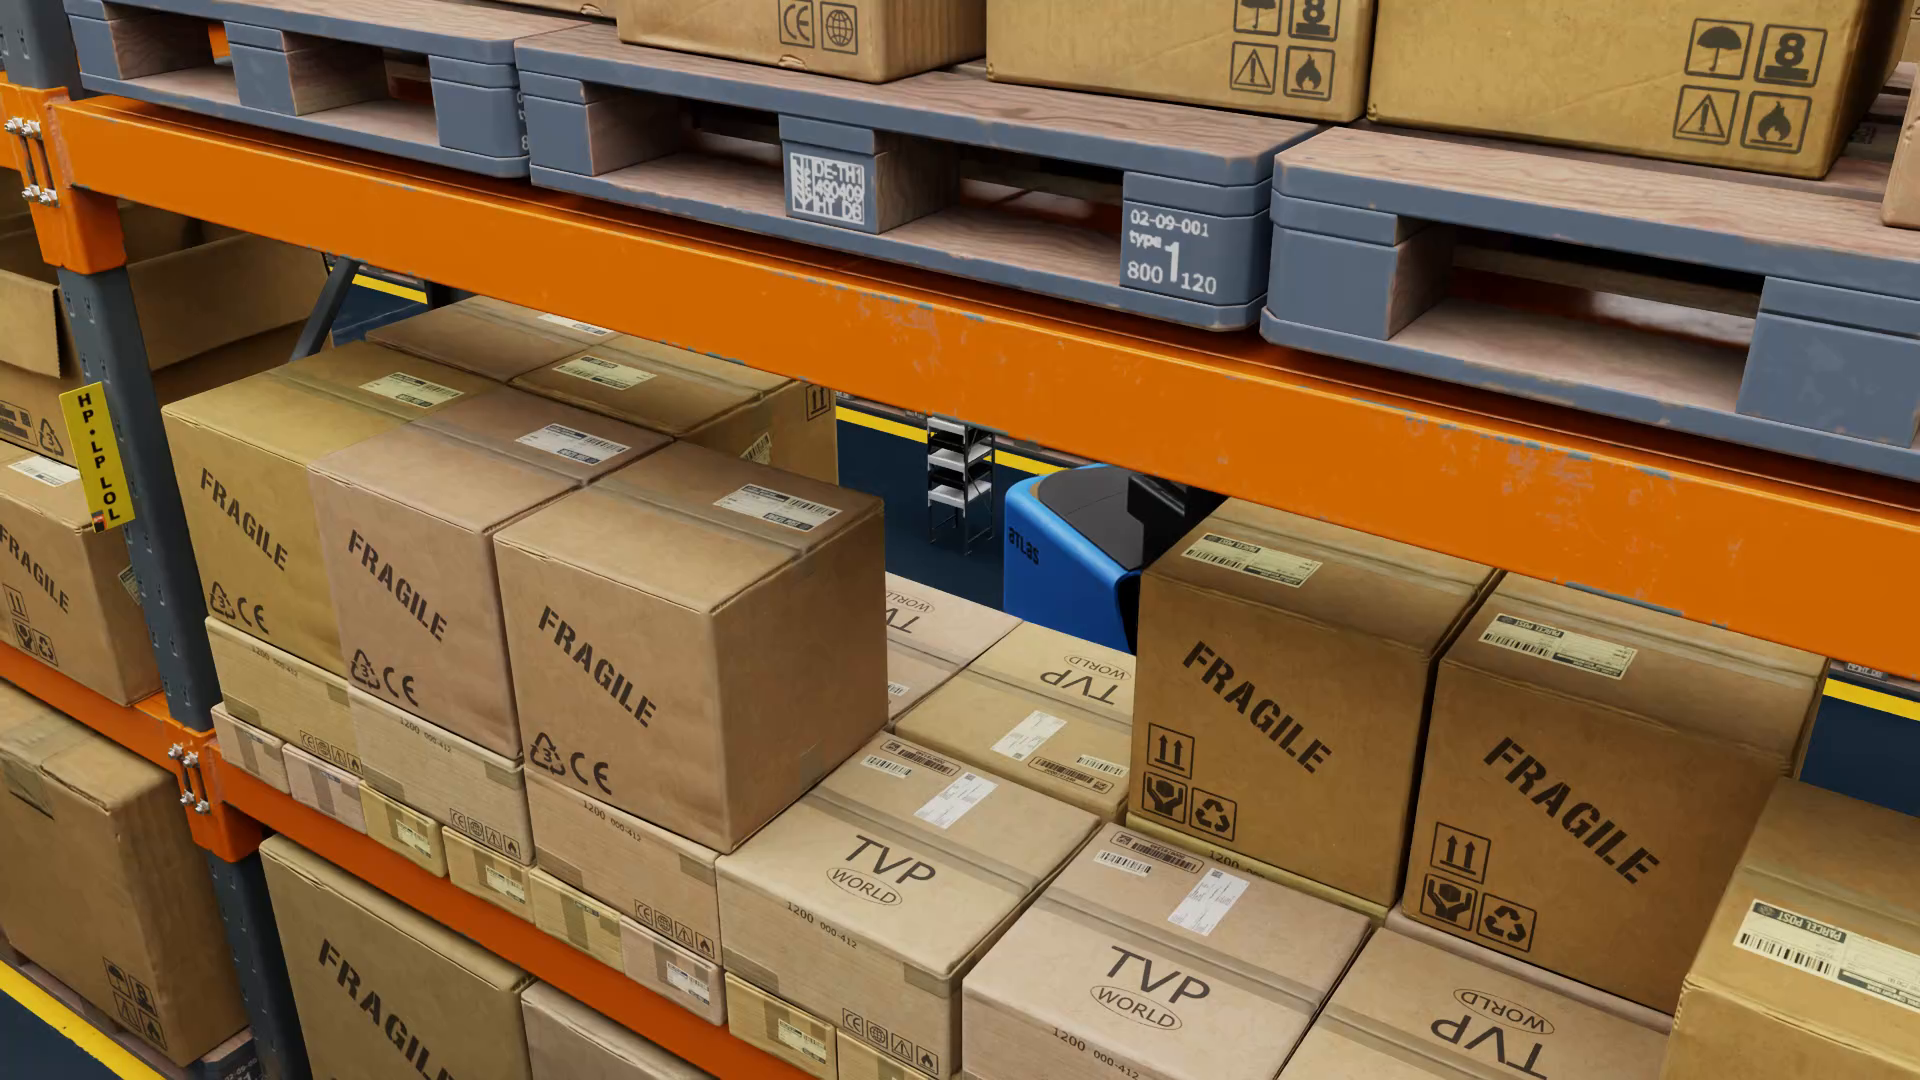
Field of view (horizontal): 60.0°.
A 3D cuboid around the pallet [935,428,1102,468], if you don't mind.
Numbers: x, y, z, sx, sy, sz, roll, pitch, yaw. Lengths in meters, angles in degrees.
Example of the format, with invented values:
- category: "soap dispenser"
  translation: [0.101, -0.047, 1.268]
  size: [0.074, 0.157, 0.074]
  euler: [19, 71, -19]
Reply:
- category: "pallet"
  translation: [0.627, -0.725, 8.942]
  size: [1.213, 0.211, 1.003]
  euler: [17, 32, 30]

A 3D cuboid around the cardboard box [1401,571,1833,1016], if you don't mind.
- category: "cardboard box"
  translation: [1.078, 0.372, 2.722]
  size: [0.500, 0.500, 0.500]
  euler: [16, 31, 29]

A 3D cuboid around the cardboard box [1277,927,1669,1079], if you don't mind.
- category: "cardboard box"
  translation: [0.765, 0.904, 2.505]
  size: [0.500, 0.250, 0.500]
  euler: [17, 31, 29]

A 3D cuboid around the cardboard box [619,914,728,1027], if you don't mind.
- category: "cardboard box"
  translation: [-0.440, 0.743, 3.260]
  size: [0.250, 0.149, 0.380]
  euler: [18, 32, 31]

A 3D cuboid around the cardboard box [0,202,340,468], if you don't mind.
- category: "cardboard box"
  translation: [-2.096, -0.555, 4.317]
  size: [0.637, 0.503, 0.797]
  euler: [16, 31, 29]

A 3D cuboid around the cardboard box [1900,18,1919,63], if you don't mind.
- category: "cardboard box"
  translation: [5.983, -2.898, 10.026]
  size: [0.500, 0.500, 0.500]
  euler: [18, 32, 31]

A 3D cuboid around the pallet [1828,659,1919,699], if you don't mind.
- category: "pallet"
  translation: [3.879, 0.290, 6.948]
  size: [1.213, 0.211, 1.003]
  euler: [17, 32, 30]

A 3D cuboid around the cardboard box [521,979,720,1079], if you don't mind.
- category: "cardboard box"
  translation: [-0.324, 1.288, 3.791]
  size: [0.875, 0.875, 0.875]
  euler: [17, 32, 30]

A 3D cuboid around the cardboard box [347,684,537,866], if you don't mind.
- category: "cardboard box"
  translation: [-0.919, 0.380, 3.533]
  size: [0.500, 0.250, 0.500]
  euler: [17, 32, 30]

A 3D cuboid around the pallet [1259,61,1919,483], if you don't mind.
- category: "pallet"
  translation: [1.115, -0.359, 1.939]
  size: [1.213, 0.211, 1.003]
  euler: [17, 32, 30]

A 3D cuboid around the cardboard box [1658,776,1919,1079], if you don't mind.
- category: "cardboard box"
  translation: [1.182, 0.698, 2.081]
  size: [0.500, 0.500, 0.500]
  euler: [18, 32, 31]

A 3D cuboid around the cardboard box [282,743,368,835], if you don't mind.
- category: "cardboard box"
  translation: [-1.293, 0.478, 3.781]
  size: [0.250, 0.149, 0.380]
  euler: [16, 31, 29]

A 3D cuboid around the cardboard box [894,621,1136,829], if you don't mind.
- category: "cardboard box"
  translation: [0.212, 0.442, 3.412]
  size: [0.500, 0.250, 0.500]
  euler: [17, 31, 29]

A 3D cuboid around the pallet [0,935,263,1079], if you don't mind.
- category: "pallet"
  translation: [-2.243, 1.171, 5.217]
  size: [1.213, 0.211, 1.003]
  euler: [17, 32, 30]

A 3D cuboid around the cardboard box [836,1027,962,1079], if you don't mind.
- category: "cardboard box"
  translation: [-0.007, 0.876, 2.998]
  size: [0.250, 0.149, 0.380]
  euler: [18, 32, 31]

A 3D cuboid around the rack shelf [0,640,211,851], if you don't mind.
- category: "rack shelf"
  translation: [-3.213, -0.095, 5.423]
  size: [4.000, 0.370, 1.077]
  euler: [17, 32, 30]

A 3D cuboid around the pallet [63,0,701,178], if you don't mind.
- category: "pallet"
  translation: [-0.896, -0.985, 3.170]
  size: [1.213, 0.211, 1.003]
  euler: [17, 32, 30]

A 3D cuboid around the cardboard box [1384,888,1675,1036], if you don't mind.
- category: "cardboard box"
  translation: [1.058, 0.704, 2.897]
  size: [0.500, 0.250, 0.500]
  euler: [17, 31, 30]

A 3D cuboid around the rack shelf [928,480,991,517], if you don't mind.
- category: "rack shelf"
  translation: [0.007, -0.209, 7.639]
  size: [0.200, 0.077, 0.258]
  euler: [17, 32, 30]

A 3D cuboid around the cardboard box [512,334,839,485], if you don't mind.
- category: "cardboard box"
  translation: [-0.624, -0.154, 3.756]
  size: [0.500, 0.500, 0.500]
  euler: [18, 32, 31]

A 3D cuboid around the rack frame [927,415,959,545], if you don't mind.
- category: "rack frame"
  translation: [-0.077, -0.425, 7.593]
  size: [0.006, 0.900, 0.240]
  euler: [17, 32, 30]

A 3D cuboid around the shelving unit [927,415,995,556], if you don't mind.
- category: "shelving unit"
  translation: [0.007, -0.399, 7.542]
  size: [0.210, 0.900, 0.258]
  euler: [17, 32, 30]

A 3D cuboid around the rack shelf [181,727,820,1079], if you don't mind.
- category: "rack shelf"
  translation: [0.084, 0.932, 3.405]
  size: [4.000, 0.370, 1.077]
  euler: [17, 32, 30]

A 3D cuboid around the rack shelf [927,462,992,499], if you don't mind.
- category: "rack shelf"
  translation: [0.007, -0.289, 7.598]
  size: [0.200, 0.077, 0.258]
  euler: [17, 32, 30]

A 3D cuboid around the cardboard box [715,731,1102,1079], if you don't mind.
- category: "cardboard box"
  translation: [-0.086, 0.641, 3.021]
  size: [0.500, 0.250, 0.500]
  euler: [17, 32, 30]

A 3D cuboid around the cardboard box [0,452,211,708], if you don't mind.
- category: "cardboard box"
  translation: [-2.105, 0.035, 4.263]
  size: [0.500, 0.500, 0.500]
  euler: [17, 32, 30]

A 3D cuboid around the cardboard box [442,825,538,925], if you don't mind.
- category: "cardboard box"
  translation: [-0.857, 0.612, 3.517]
  size: [0.250, 0.149, 0.380]
  euler: [16, 31, 29]

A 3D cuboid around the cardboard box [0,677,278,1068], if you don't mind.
- category: "cardboard box"
  translation: [-2.103, 0.701, 4.945]
  size: [0.875, 0.875, 1.225]
  euler: [17, 32, 30]

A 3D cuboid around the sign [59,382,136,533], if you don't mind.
- category: "sign"
  translation: [-1.864, -0.178, 3.602]
  size: [0.005, 0.325, 0.100]
  euler: [17, 32, 30]

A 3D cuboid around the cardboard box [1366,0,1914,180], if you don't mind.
- category: "cardboard box"
  translation: [0.878, -0.791, 2.007]
  size: [0.500, 0.500, 0.700]
  euler: [16, 31, 29]

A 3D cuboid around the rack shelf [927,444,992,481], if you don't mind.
- category: "rack shelf"
  translation: [0.007, -0.369, 7.557]
  size: [0.200, 0.077, 0.258]
  euler: [17, 32, 30]

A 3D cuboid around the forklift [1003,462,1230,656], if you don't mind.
- category: "forklift"
  translation: [1.249, -0.051, 4.618]
  size: [1.130, 2.935, 3.031]
  euler: [-13, 30, -23]

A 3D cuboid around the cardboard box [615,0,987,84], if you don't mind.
- category: "cardboard box"
  translation: [-0.094, -1.010, 2.436]
  size: [0.500, 0.500, 0.700]
  euler: [19, 33, 32]

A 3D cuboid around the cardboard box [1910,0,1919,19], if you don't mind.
- category: "cardboard box"
  translation: [5.975, -3.340, 9.793]
  size: [0.500, 0.500, 0.500]
  euler: [18, 32, 32]

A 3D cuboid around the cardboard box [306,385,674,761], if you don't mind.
- category: "cardboard box"
  translation: [-0.913, 0.046, 3.363]
  size: [0.500, 0.500, 0.500]
  euler: [17, 32, 30]
